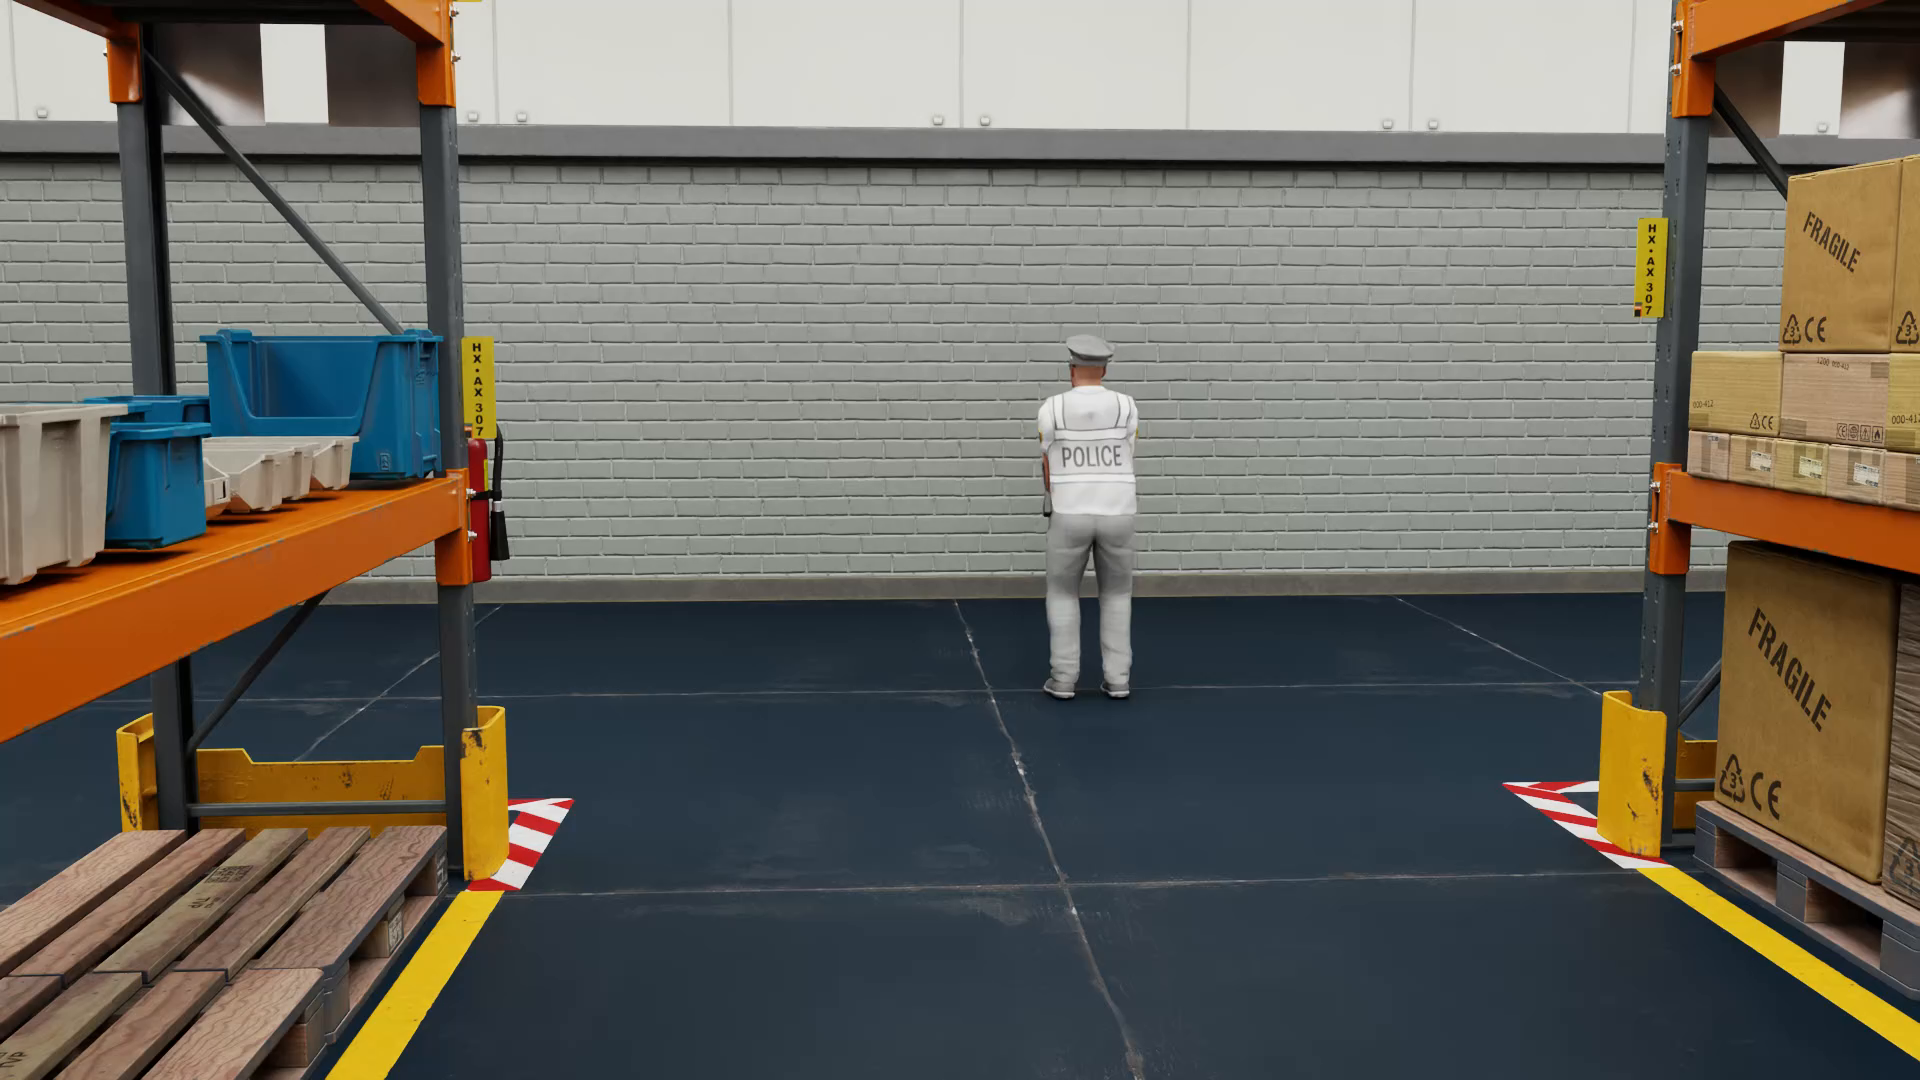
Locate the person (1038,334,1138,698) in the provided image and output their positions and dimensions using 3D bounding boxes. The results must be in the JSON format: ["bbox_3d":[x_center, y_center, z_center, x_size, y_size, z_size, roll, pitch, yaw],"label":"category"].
[{"bbox_3d":[0.613,-0.120,8.165,0.490,1.772,0.558,-1,7,-4],"label":"person"}]
